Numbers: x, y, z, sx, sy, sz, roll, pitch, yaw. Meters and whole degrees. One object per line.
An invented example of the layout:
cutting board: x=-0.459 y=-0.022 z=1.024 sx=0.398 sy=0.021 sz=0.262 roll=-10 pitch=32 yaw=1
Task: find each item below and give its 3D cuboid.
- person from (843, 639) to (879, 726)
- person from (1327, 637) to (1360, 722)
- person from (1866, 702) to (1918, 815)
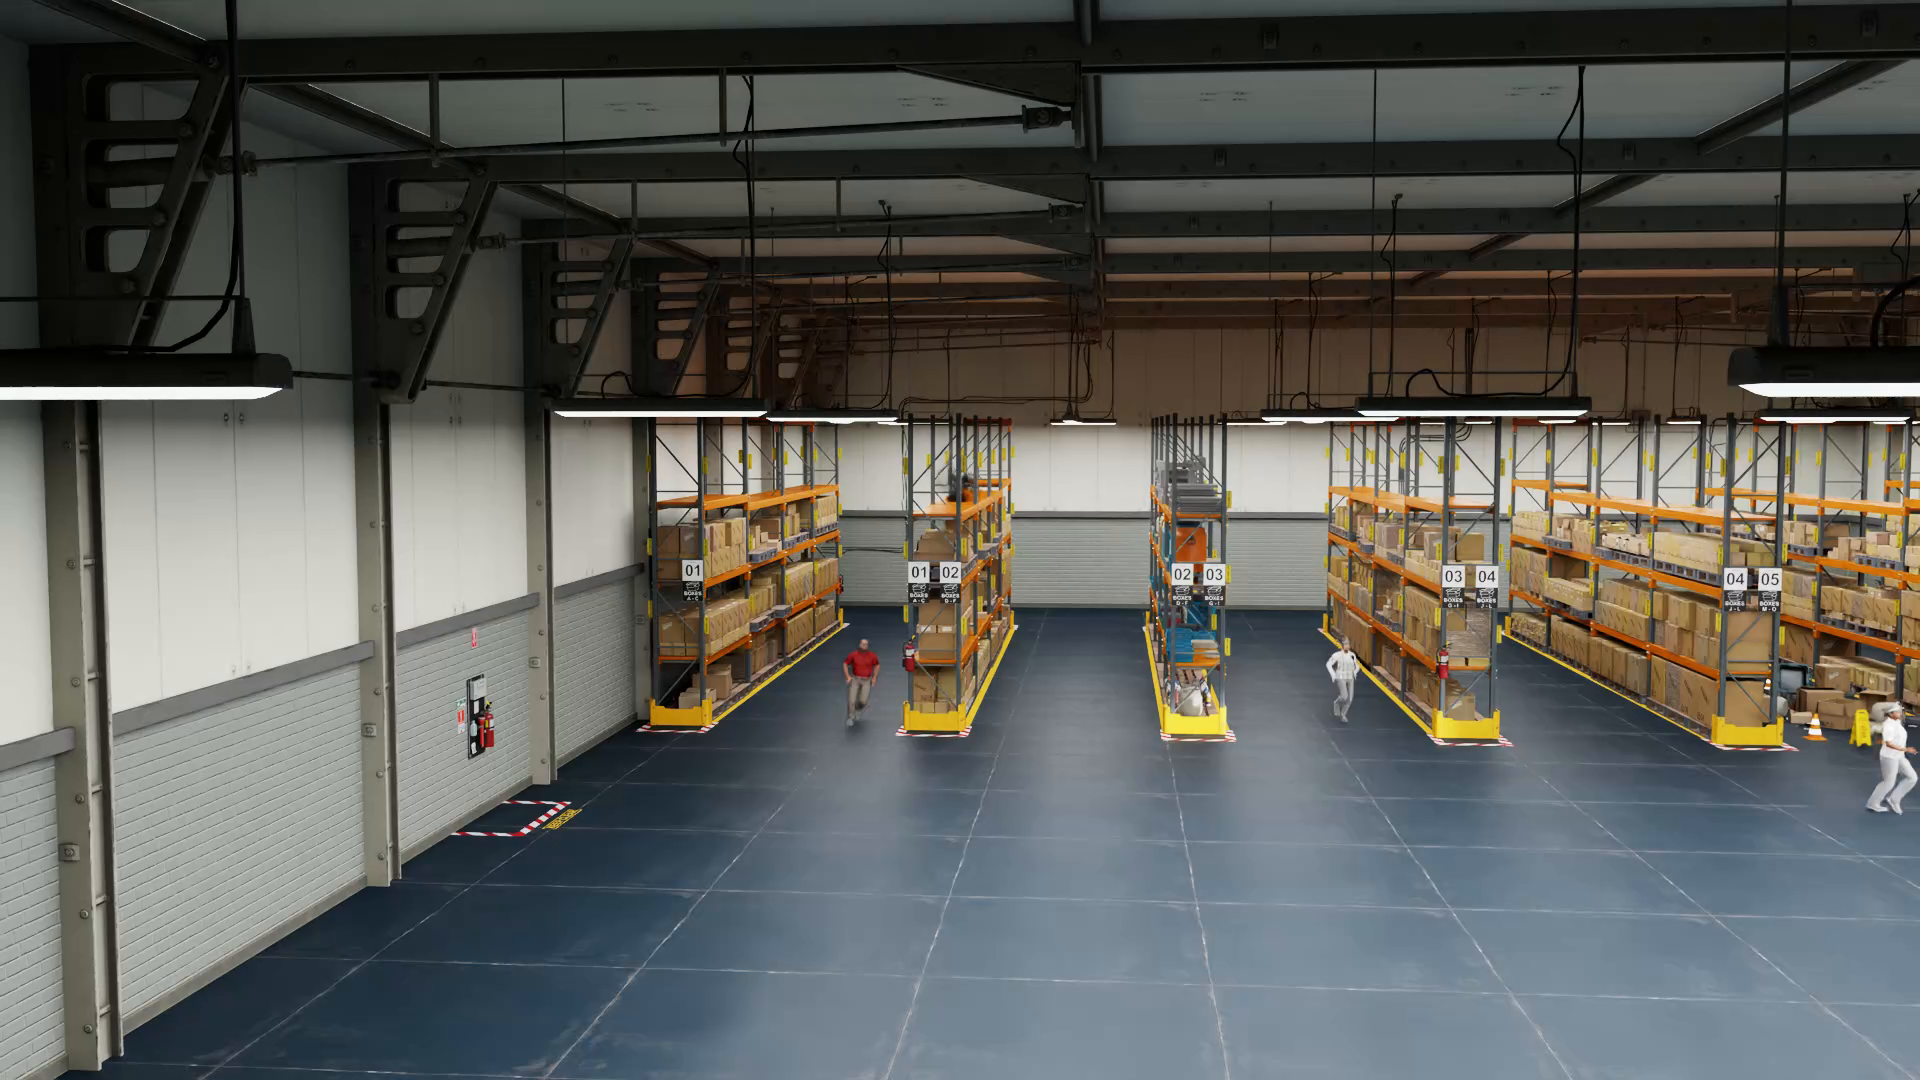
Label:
person: x=-1.904 y=2.741 z=32.078 sx=0.718 sy=1.673 sz=0.543 roll=0 pitch=4 yaw=-7
person: x=7.507 y=2.719 z=32.361 sx=0.615 sy=1.658 sz=0.541 roll=-1 pitch=4 yaw=-11
person: x=13.837 y=3.230 z=24.648 sx=0.576 sy=1.696 sz=0.654 roll=-4 pitch=5 yaw=-44
